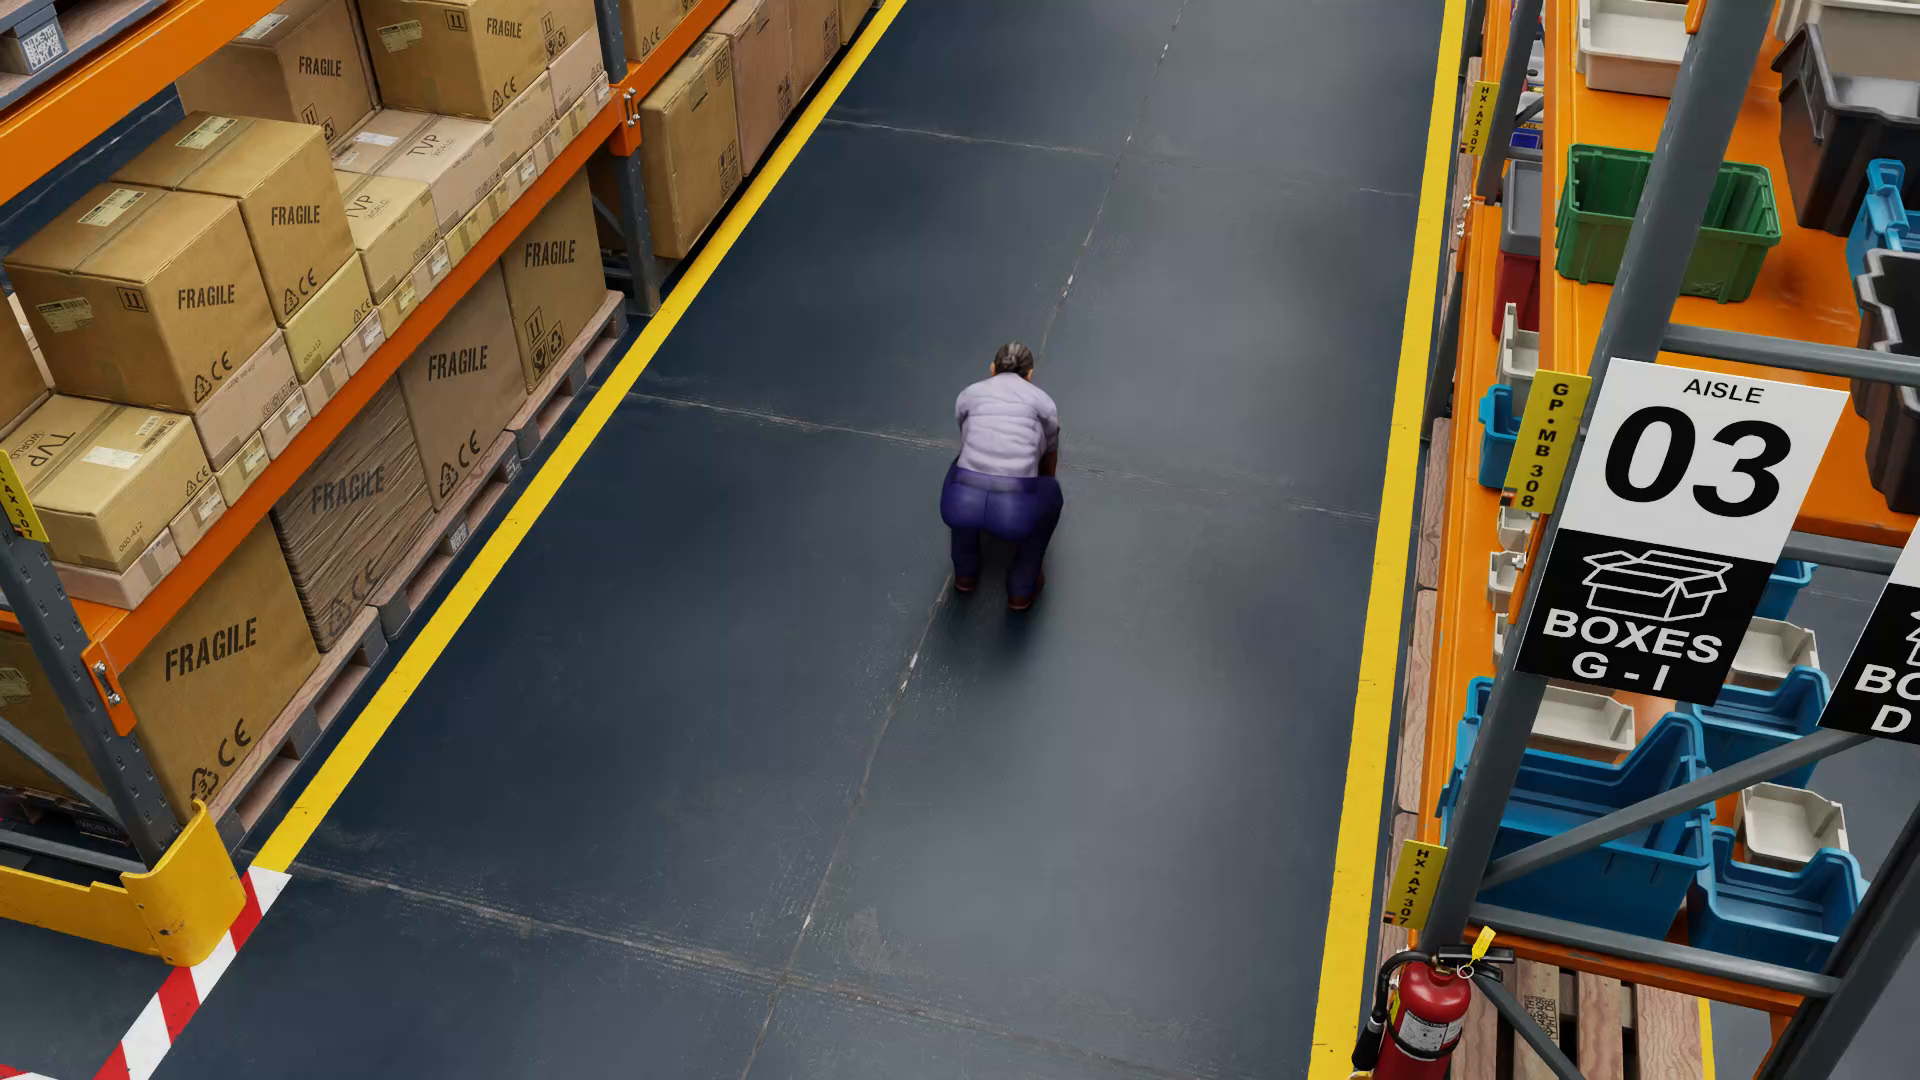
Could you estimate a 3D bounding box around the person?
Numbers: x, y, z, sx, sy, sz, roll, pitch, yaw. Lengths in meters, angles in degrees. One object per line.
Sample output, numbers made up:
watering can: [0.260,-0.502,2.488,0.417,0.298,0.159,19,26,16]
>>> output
person: [0.180,-0.238,6.982,0.508,0.941,0.868,9,42,10]
